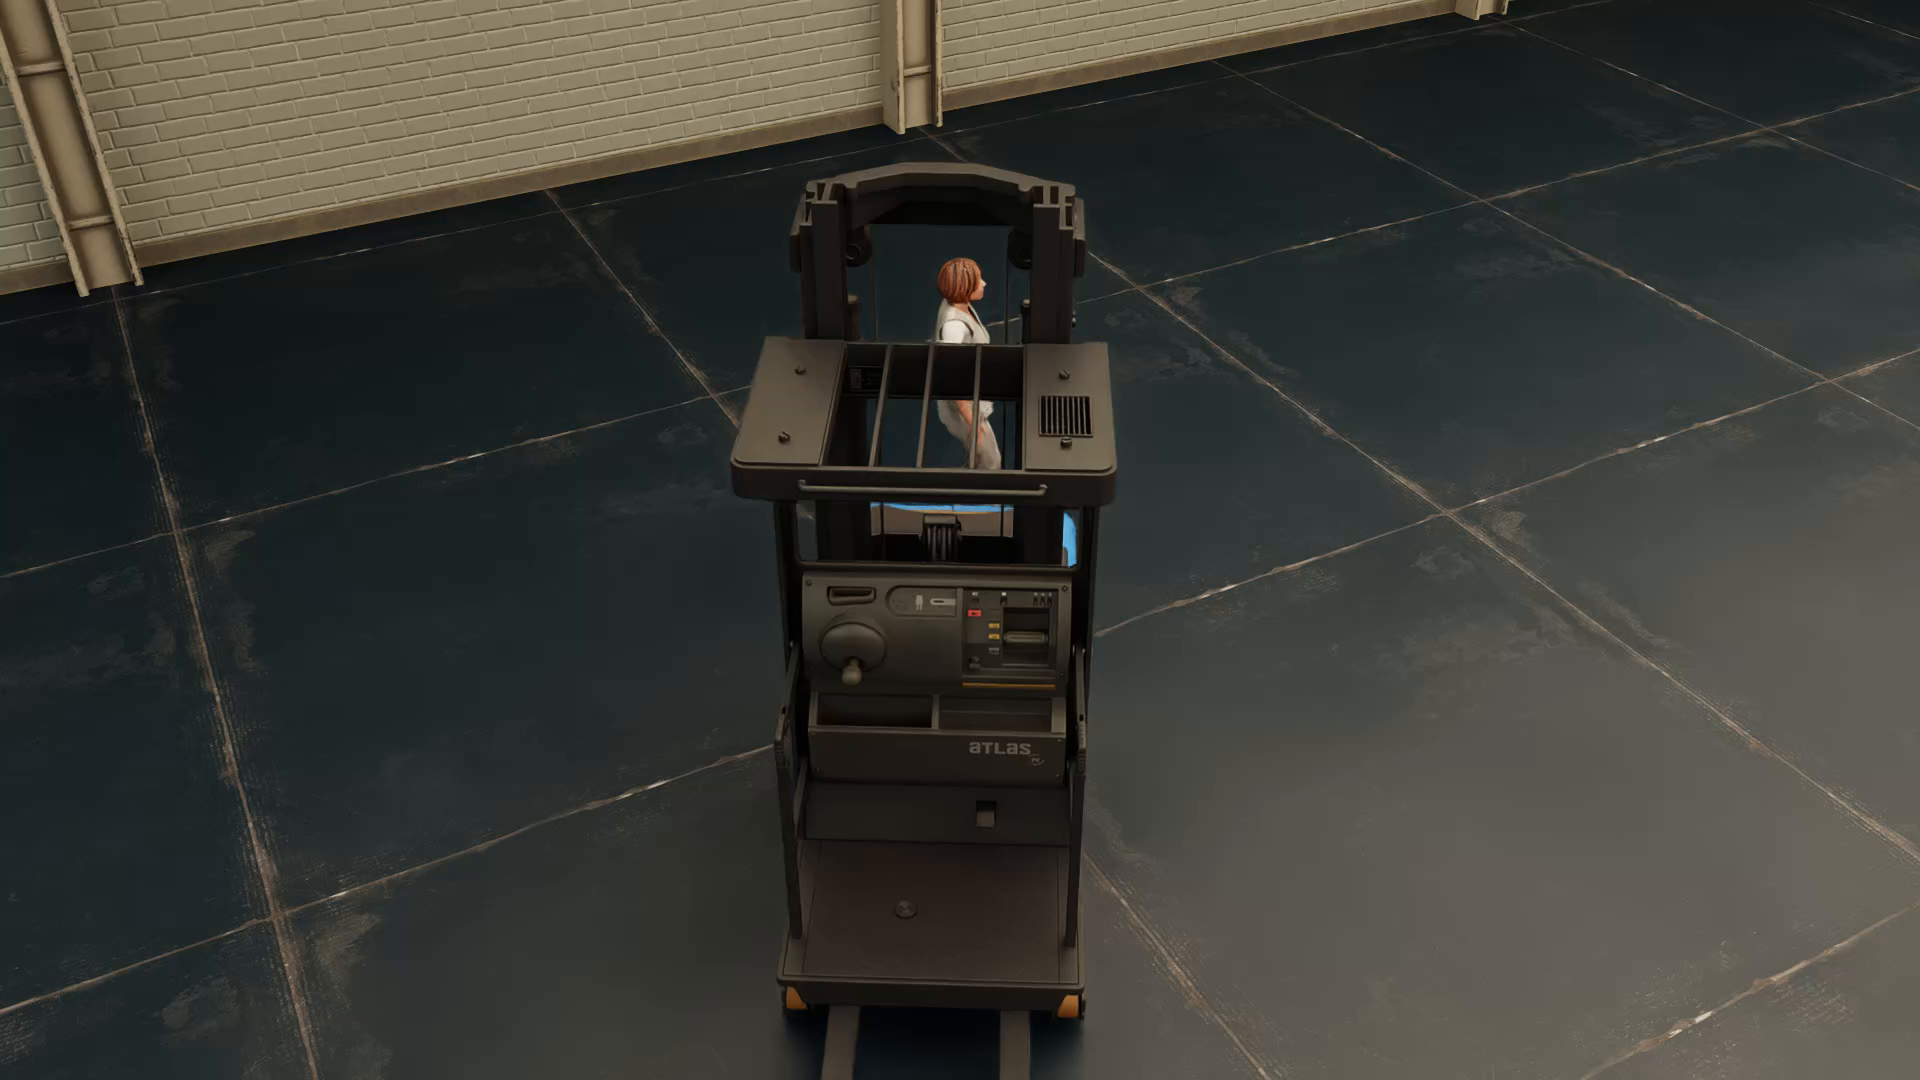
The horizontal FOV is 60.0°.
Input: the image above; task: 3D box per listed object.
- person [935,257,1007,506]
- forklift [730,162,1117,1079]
[{"bbox_3d":[0.123,-0.645,8.202,0.489,1.588,0.528,0,35,0],"label":"person"},{"bbox_3d":[-0.088,0.380,5.586,1.130,2.935,3.031,1,35,2],"label":"forklift"}]
